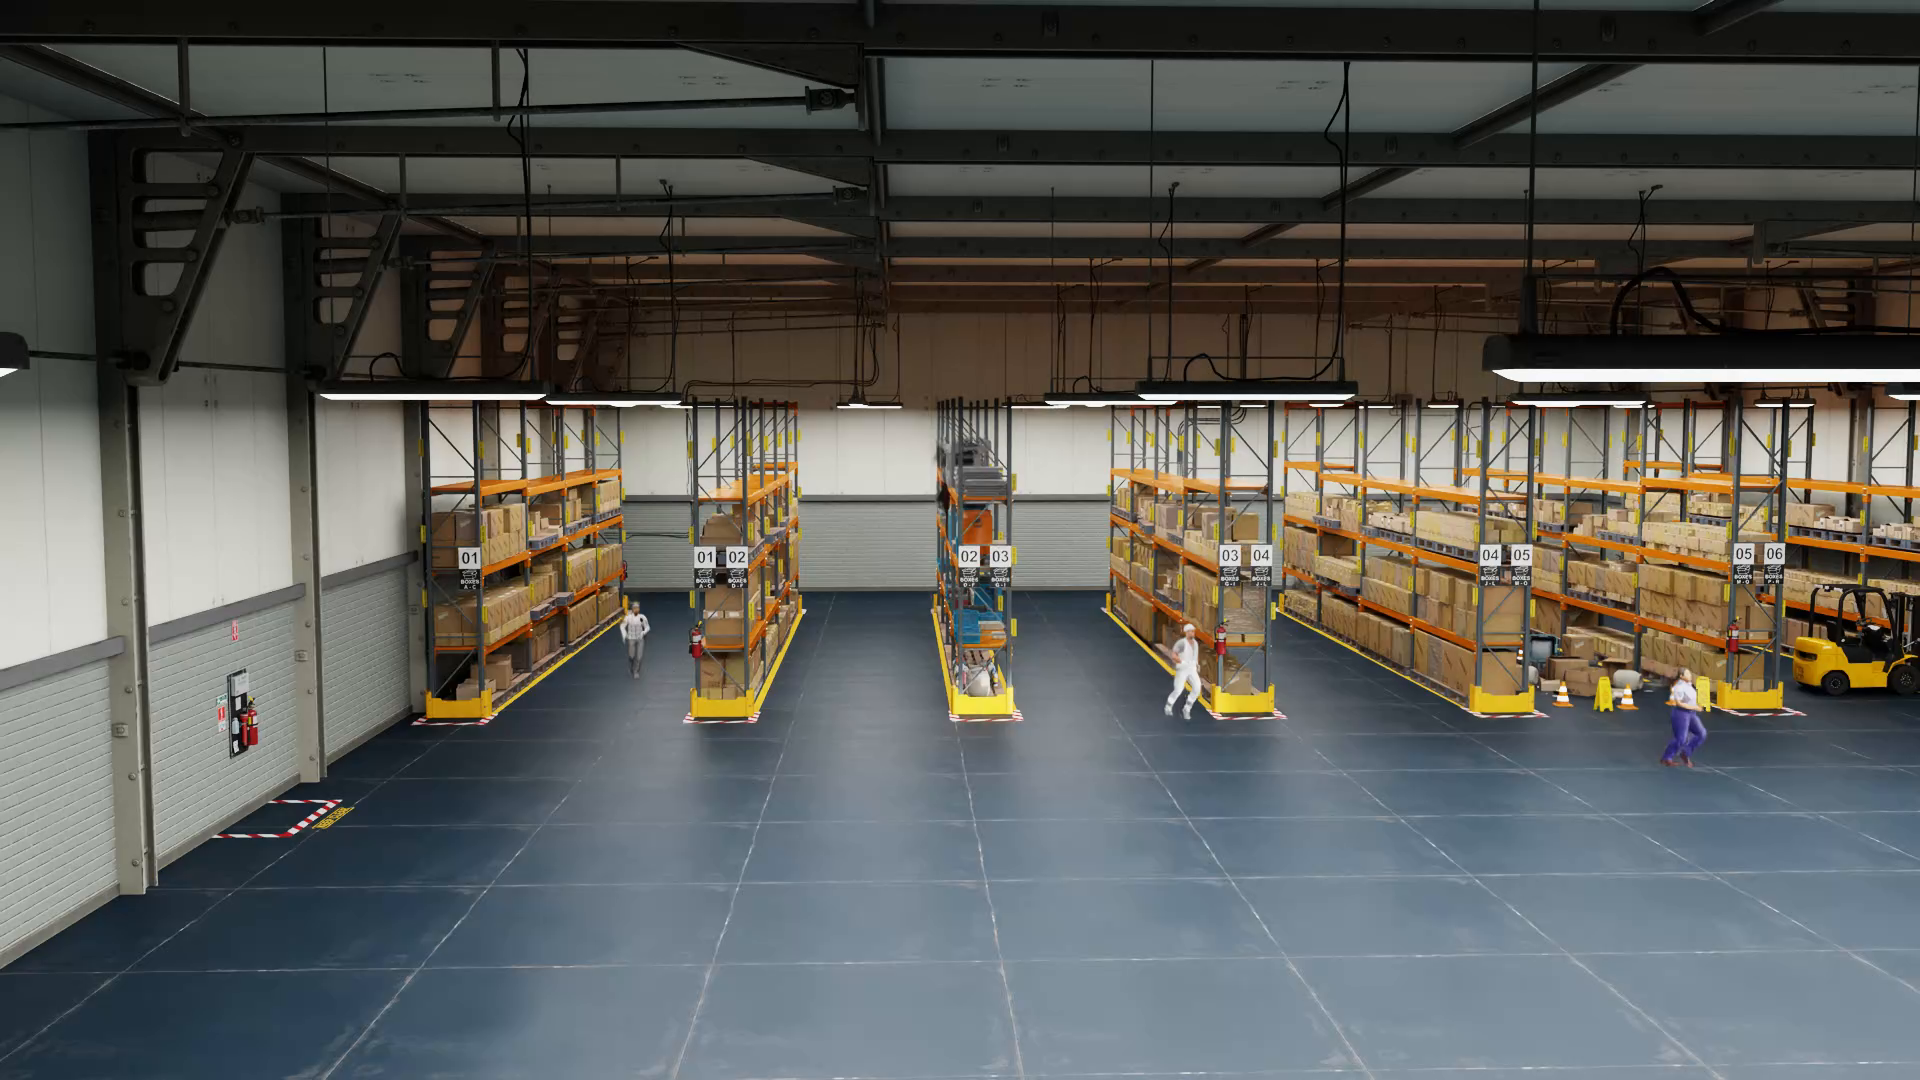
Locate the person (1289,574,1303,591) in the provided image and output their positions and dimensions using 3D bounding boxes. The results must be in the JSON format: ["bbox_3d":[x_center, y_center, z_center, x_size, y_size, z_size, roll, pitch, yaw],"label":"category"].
[{"bbox_3d":[9.952,1.166,48.878,0.770,1.582,0.572,2,5,24],"label":"person"}]

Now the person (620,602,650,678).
[{"bbox_3d":[-6.949,2.145,35.642,0.615,1.658,0.541,-1,5,-16],"label":"person"}]

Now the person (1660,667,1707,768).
[{"bbox_3d":[11.631,2.855,26.714,0.646,1.646,0.605,4,6,44],"label":"person"}]

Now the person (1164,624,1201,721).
[{"bbox_3d":[4.240,2.455,31.040,0.717,1.783,0.679,-3,5,-30],"label":"person"}]
